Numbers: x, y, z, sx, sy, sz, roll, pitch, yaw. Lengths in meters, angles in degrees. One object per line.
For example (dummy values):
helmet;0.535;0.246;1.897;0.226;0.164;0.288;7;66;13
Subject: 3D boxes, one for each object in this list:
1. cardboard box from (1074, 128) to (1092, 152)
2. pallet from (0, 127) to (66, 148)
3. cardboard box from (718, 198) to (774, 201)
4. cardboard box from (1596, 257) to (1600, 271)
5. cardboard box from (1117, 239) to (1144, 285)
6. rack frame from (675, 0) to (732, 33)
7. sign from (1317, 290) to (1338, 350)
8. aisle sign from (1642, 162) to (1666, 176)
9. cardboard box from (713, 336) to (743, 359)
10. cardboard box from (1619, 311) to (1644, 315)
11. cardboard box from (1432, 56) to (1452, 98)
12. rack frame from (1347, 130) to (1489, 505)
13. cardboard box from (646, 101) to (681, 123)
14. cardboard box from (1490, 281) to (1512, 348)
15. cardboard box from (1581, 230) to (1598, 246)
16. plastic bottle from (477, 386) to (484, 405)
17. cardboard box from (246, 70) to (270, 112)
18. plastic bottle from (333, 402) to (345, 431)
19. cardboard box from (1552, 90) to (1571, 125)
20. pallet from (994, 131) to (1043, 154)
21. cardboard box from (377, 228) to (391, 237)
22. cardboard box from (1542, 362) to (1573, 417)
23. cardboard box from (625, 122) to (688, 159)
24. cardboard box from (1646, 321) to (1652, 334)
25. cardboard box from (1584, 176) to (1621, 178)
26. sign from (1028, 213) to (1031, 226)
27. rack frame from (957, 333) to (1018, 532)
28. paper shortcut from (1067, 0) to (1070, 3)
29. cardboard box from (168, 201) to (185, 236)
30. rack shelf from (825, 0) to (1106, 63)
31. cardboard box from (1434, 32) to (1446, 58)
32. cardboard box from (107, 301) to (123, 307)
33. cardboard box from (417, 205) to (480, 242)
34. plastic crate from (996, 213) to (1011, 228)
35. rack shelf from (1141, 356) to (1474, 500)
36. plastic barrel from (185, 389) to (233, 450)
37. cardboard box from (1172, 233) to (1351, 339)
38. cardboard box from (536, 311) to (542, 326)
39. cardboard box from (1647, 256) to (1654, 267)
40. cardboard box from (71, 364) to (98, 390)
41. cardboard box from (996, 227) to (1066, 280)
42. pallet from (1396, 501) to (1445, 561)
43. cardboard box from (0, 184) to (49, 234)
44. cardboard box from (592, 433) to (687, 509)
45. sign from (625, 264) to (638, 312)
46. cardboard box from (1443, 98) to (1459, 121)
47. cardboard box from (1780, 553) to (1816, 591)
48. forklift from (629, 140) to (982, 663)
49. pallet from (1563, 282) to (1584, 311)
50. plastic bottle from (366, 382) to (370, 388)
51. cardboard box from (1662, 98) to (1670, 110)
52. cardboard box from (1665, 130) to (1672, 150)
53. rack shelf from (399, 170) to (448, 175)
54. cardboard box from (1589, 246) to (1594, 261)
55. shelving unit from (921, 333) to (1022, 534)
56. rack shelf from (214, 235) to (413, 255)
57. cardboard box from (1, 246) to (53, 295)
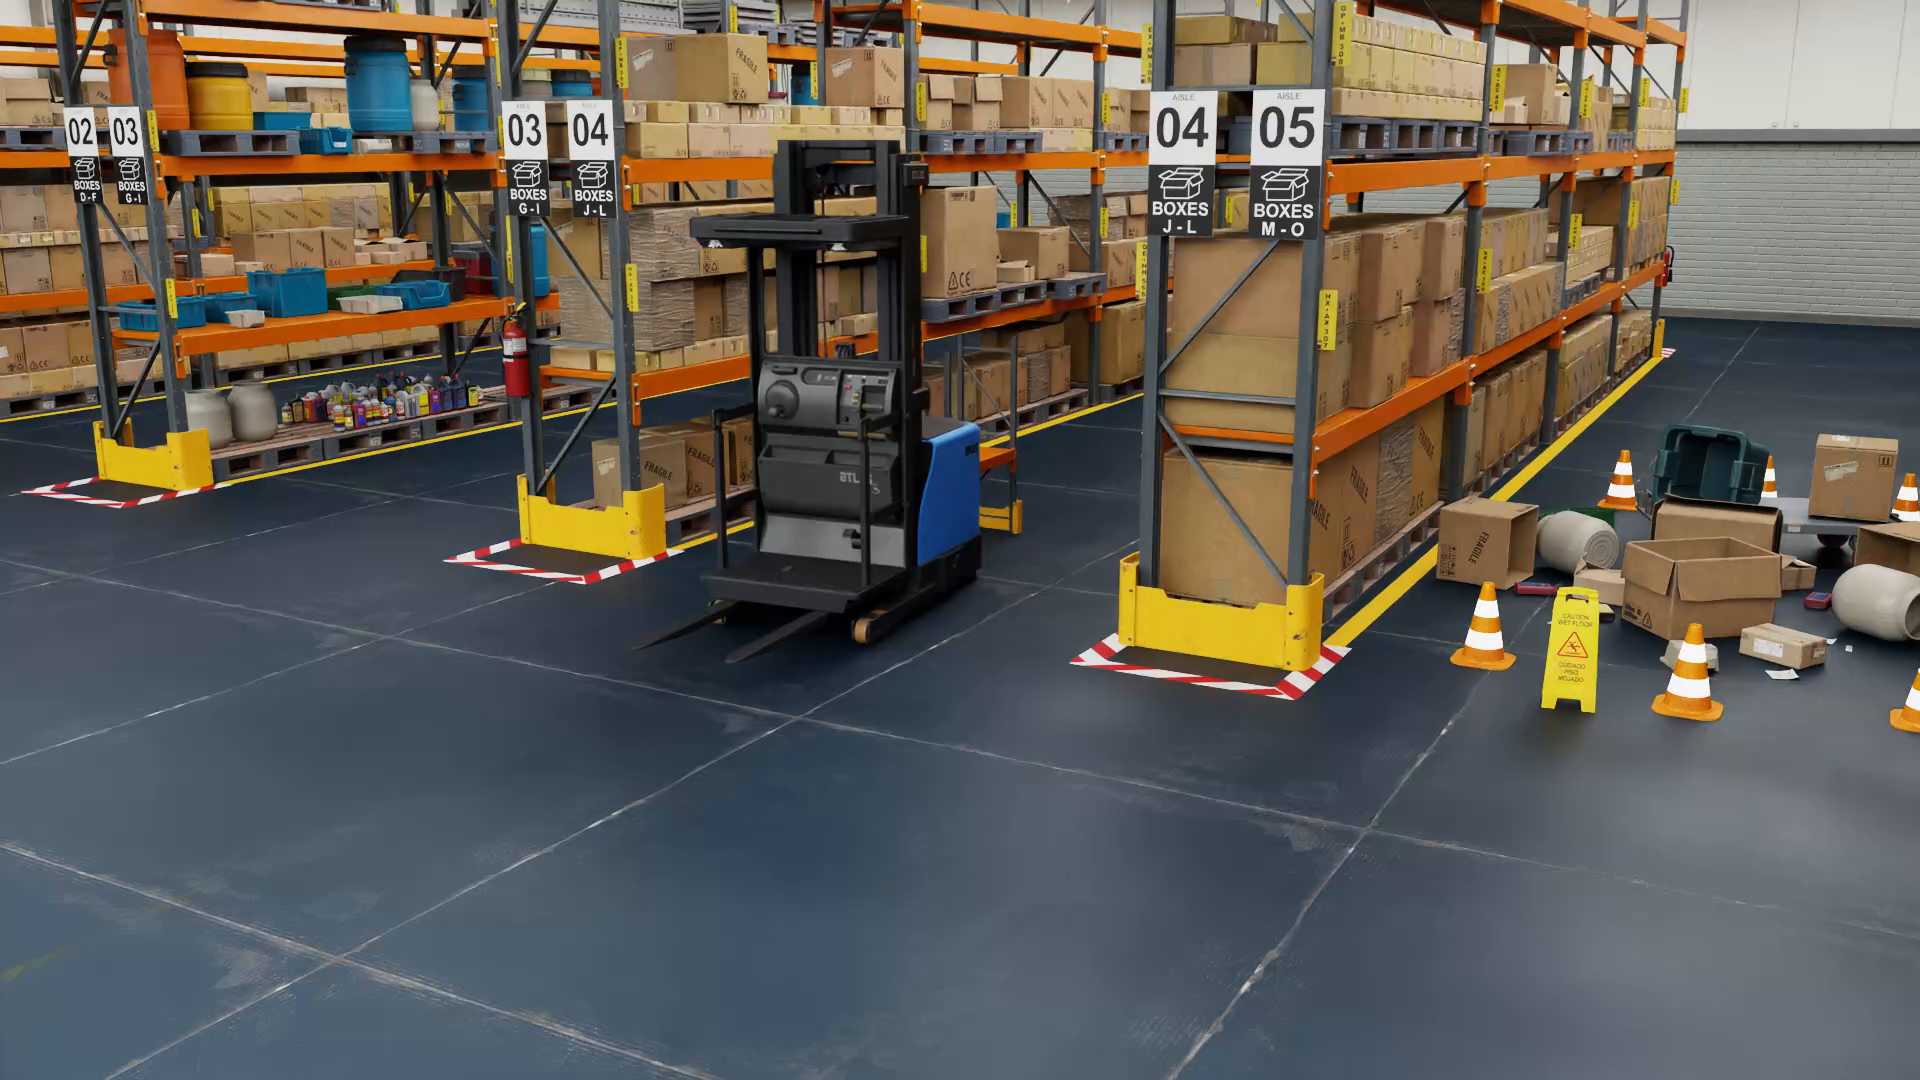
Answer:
cardboard box;1.093;-4.297;17.876;0.500;0.250;0.500;7;15;28
pallet;-10.476;-4.327;17.871;1.003;0.211;1.213;7;15;28
cardboard box;-1.748;-2.627;14.047;0.500;0.500;0.500;7;15;28
cardboard box;6.947;-3.097;18.620;0.380;0.149;0.250;7;15;25
cardboard box;1.828;-3.260;19.443;0.500;0.500;0.500;7;15;27
rack frame;-3.228;-6.514;20.354;1.000;3.000;0.127;7;15;28
sign;2.017;-1.208;9.128;0.100;0.325;0.005;7;15;28
aisle sign;9.566;-5.340;22.737;0.394;0.787;0.004;7;15;28
cardboard box;-1.912;-1.508;12.923;0.380;0.149;0.250;7;15;28
cardboard box;9.063;-3.020;22.579;0.380;0.149;0.250;8;16;29
cardboard box;2.966;-3.080;11.084;0.500;0.250;0.500;7;15;28
rack frame;3.467;-1.633;12.908;1.000;3.000;0.127;7;15;28
cardboard box;-2.214;-3.047;11.841;0.380;0.149;0.250;8;16;29
cardboard box;4.201;-1.863;13.648;0.500;0.500;0.500;8;15;28
cardboard box;6.807;-3.329;18.314;0.380;0.149;0.250;7;15;26
plastic bottle;-5.064;-1.521;17.474;0.097;0.201;0.097;0;14;0
cardboard box;-8.908;-5.535;20.515;0.500;0.500;0.500;9;16;33
plastic bottle;-5.946;-1.181;15.914;0.097;0.271;0.097;0;14;0
cardboard box;5.158;-3.873;14.880;0.500;0.311;0.500;7;15;28
pallet;0.065;-3.911;16.355;1.213;0.211;1.003;7;15;28
cardboard box;-9.984;-5.273;28.497;0.380;0.149;0.250;8;16;29
cardboard box;5.966;-1.559;17.038;0.500;0.500;0.500;7;15;26
cardboard box;-2.300;-2.850;11.876;0.500;0.250;0.500;8;16;30
cardboard box;9.263;-2.918;22.787;0.380;0.149;0.250;7;15;27
cardboard box;8.581;-4.608;22.267;0.500;0.500;0.500;8;16;30
sign;1.129;-5.259;27.601;0.100;0.325;0.005;7;15;28
rack frame;0.205;-0.816;12.718;0.500;1.500;0.032;7;15;28
paper shortcut;1.287;-6.351;19.381;0.009;0.170;0.078;19;-11;25
cardboard box;-12.119;-4.885;25.245;0.700;0.500;0.500;5;15;21
rack shelf;0.141;-4.999;16.455;1.077;0.370;4.000;7;15;28
cardboard box;2.959;-3.240;10.897;0.380;0.149;0.250;7;15;27
cardboard box;-12.769;-3.368;24.497;0.700;0.500;0.500;7;15;28
cardboard box;-7.356;-4.555;23.916;0.700;0.500;0.500;2;14;9
plastic crate;0.641;-5.196;27.481;0.616;0.435;0.499;7;15;28
rack shelf;2.500;-0.873;11.291;1.077;0.370;4.000;7;15;28
plastic barrel;-6.844;-1.095;15.087;0.421;0.512;0.421;0;14;0
cardboard box;1.747;-1.482;9.658;0.875;0.550;0.550;7;15;28
cardboard box;-6.597;-3.430;24.755;0.500;0.500;0.500;7;15;27
cardboard box;8.994;-3.719;22.097;0.380;0.149;0.250;8;16;30
cardboard box;-10.008;-1.881;18.906;0.500;0.250;0.500;7;15;28
cardboard box;0.700;-3.048;17.668;0.700;0.500;0.500;10;17;36
pallet;3.031;-0.131;12.625;1.003;0.211;1.213;7;15;28
cardboard box;-10.433;-3.618;18.158;0.700;0.500;0.500;7;15;28
cardboard box;-2.443;-0.511;12.689;0.500;0.500;0.500;11;17;38
sign;-2.284;-1.755;11.565;0.100;0.325;0.005;7;15;28
cardboard box;3.202;-2.954;11.412;0.380;0.149;0.250;7;15;28
cardboard box;5.577;0.160;11.304;0.258;0.266;0.396;-3;14;-11
forklift;-0.906;-0.911;10.059;1.130;2.935;3.031;6;15;23
pallet;5.652;-2.519;16.991;1.213;0.211;1.003;7;15;28
plastic bottle;-6.123;-1.484;17.146;0.061;0.283;0.133;8;16;31
cardboard box;9.004;-5.657;21.602;0.380;0.149;0.250;8;16;29
cardboard box;9.040;-5.252;21.837;0.500;0.250;0.500;7;15;28
rack shelf;-6.595;-5.679;24.823;1.077;0.370;4.000;7;15;28
cardboard box;6.681;-3.126;18.107;0.380;0.149;0.250;7;15;28
shelving unit;-0.037;-0.713;12.293;0.587;1.500;1.083;7;15;28
rack shelf;-10.933;-4.781;27.499;1.077;0.370;4.000;7;15;28
cardboard box;-10.447;-2.979;18.278;0.700;0.500;0.500;8;16;30
